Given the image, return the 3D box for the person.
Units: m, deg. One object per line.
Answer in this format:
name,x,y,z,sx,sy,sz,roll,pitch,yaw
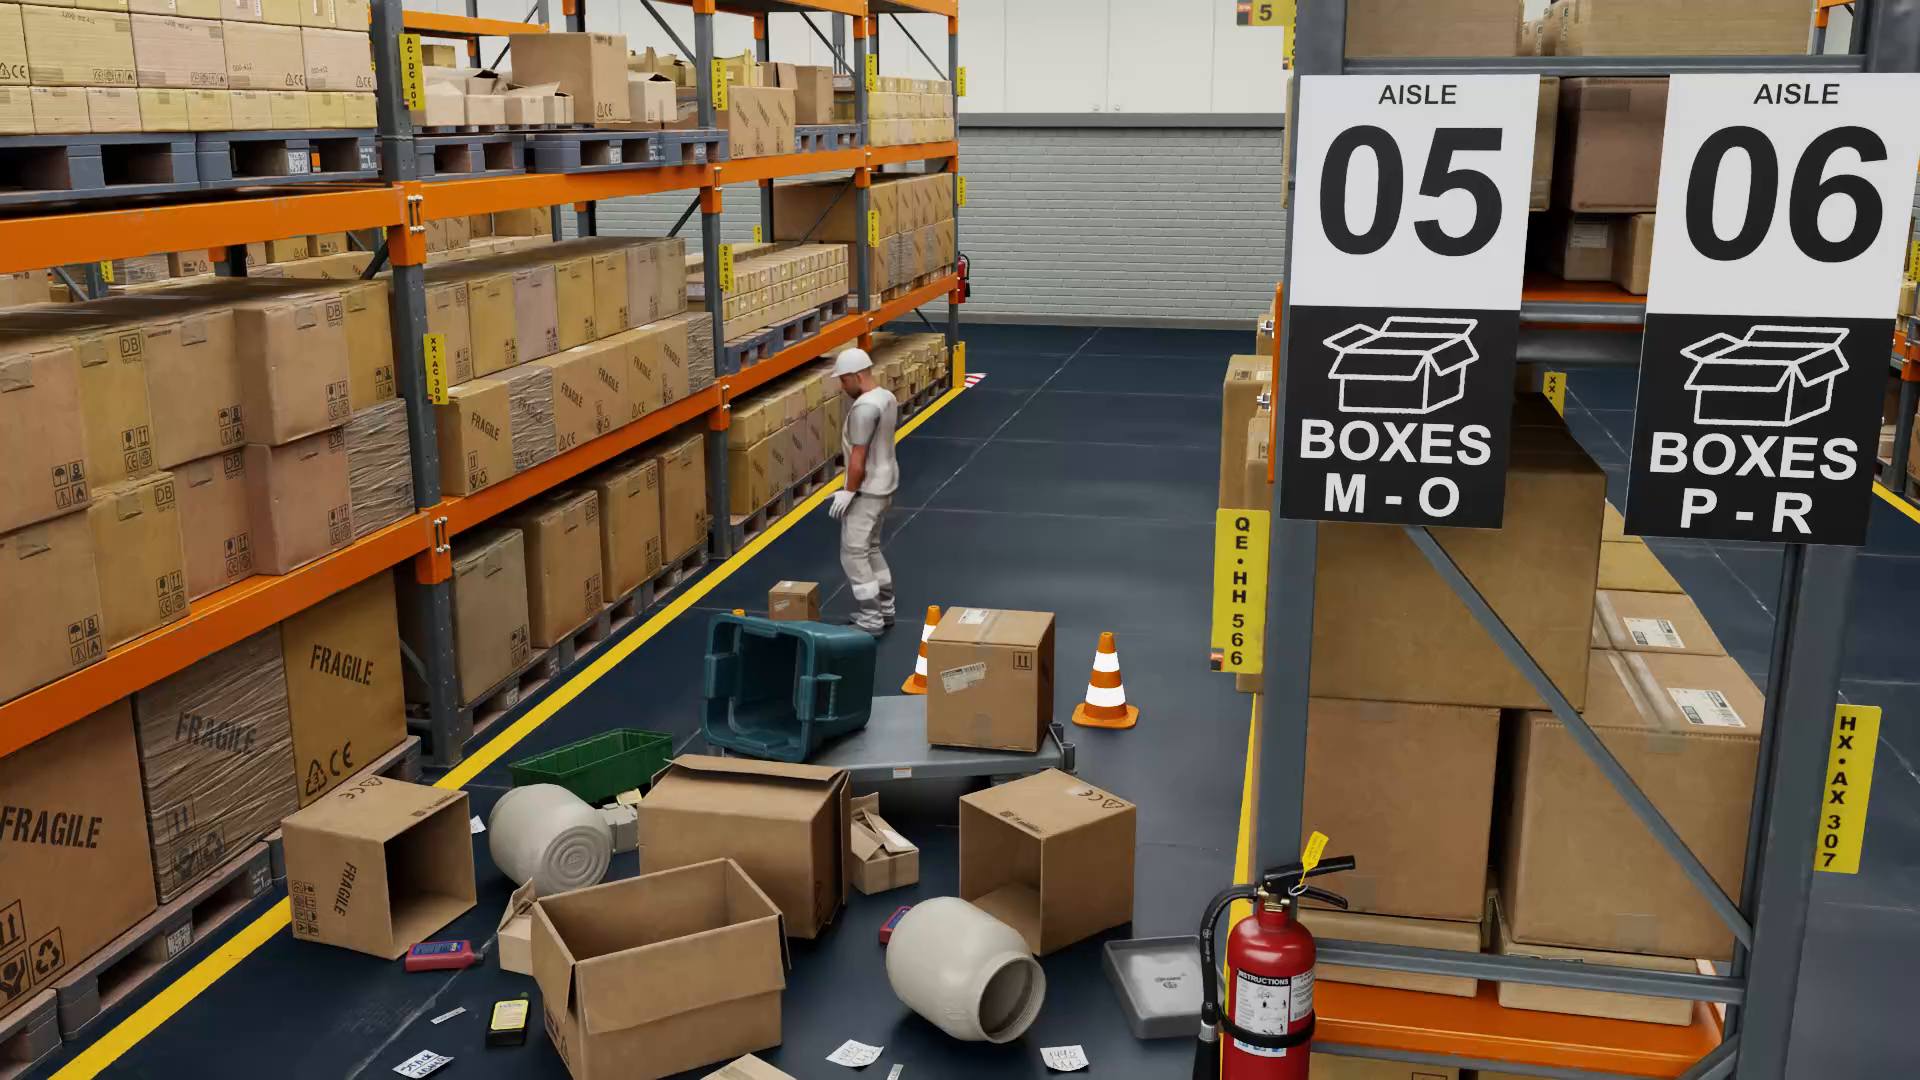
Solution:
person,-0.588,-0.288,10.128,0.400,1.763,0.534,3,15,12
